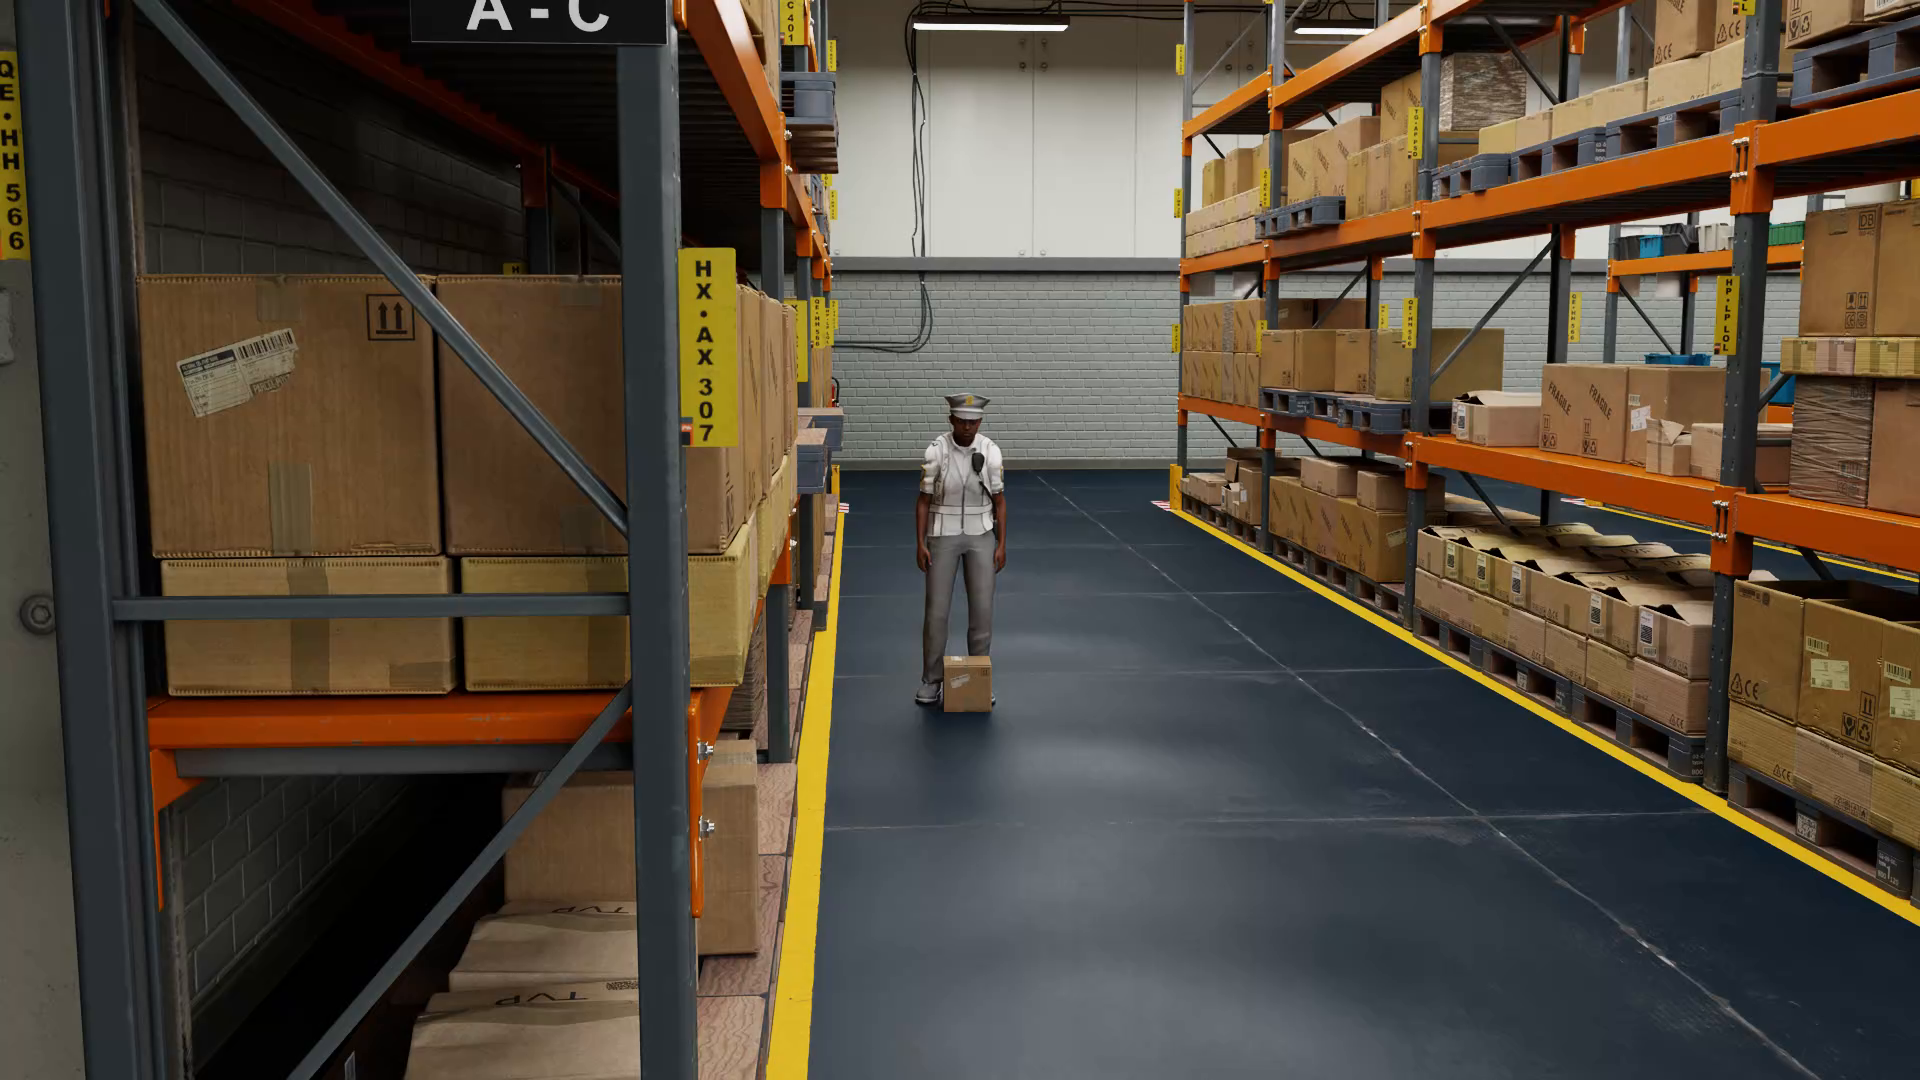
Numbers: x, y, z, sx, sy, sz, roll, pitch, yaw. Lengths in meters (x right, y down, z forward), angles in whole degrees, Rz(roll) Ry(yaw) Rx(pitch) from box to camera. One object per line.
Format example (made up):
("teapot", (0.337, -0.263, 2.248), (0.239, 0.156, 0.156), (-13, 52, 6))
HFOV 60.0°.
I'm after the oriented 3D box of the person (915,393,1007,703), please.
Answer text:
("person", (0.004, 0.038, 8.955), (0.503, 1.656, 0.421), (0, 7, -4))
